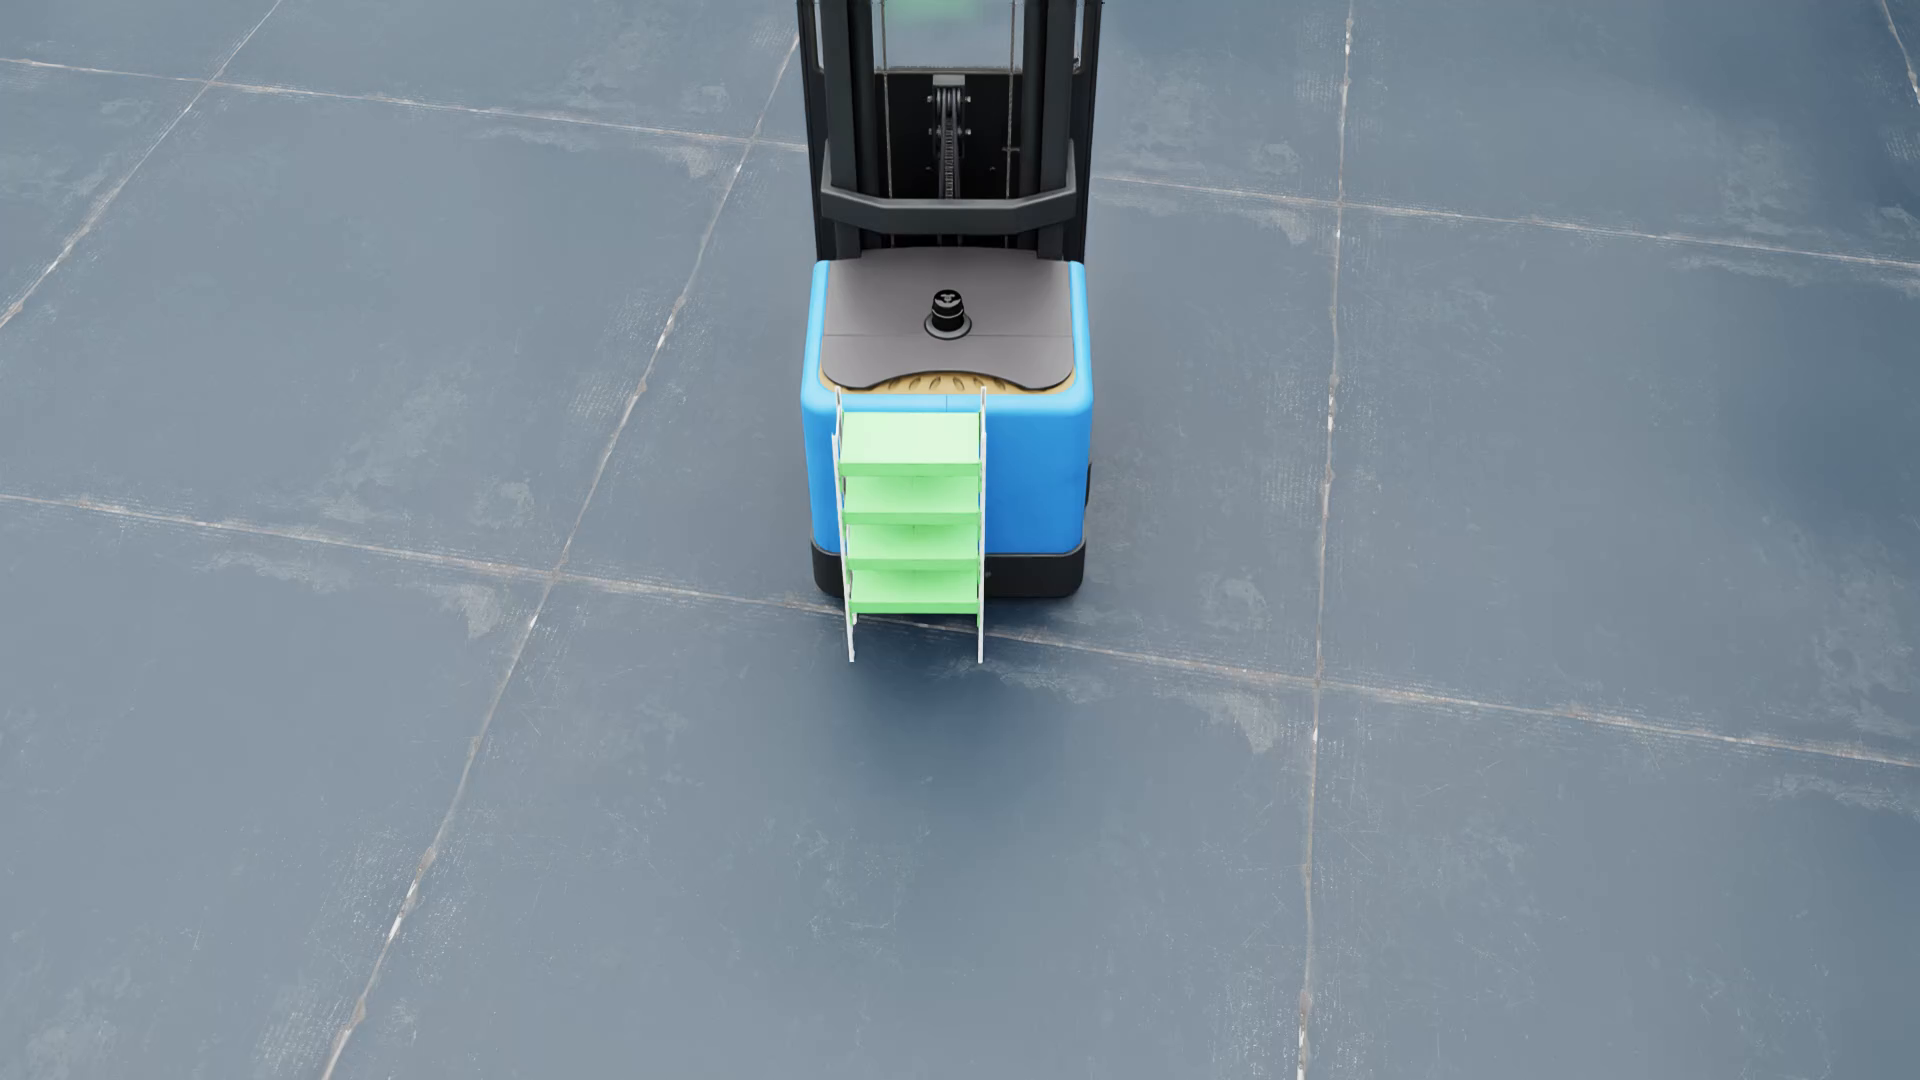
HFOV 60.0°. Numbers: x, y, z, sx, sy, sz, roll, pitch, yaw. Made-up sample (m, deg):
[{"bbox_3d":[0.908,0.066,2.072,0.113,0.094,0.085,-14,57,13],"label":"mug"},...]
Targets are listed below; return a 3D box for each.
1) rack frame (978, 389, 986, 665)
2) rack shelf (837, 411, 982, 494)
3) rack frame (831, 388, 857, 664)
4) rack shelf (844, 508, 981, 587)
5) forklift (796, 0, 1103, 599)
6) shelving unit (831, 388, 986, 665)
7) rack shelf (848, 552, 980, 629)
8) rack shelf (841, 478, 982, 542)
[{"bbox_3d":[0.078,-0.017,5.930,0.015,1.200,0.240,0,48,0],"label":"rack frame"},{"bbox_3d":[-0.166,-0.296,5.622,0.480,0.148,0.258,0,48,0],"label":"rack shelf"},{"bbox_3d":[-0.410,-0.019,5.932,0.015,1.200,0.240,0,48,0],"label":"rack frame"},{"bbox_3d":[-0.166,0.025,5.979,0.480,0.148,0.258,0,48,0],"label":"rack shelf"},{"bbox_3d":[-0.037,-1.833,6.398,1.130,2.935,3.031,0,48,0],"label":"forklift"},{"bbox_3d":[-0.166,-0.018,5.931,0.503,1.200,0.258,0,48,0],"label":"shelving unit"},{"bbox_3d":[-0.166,0.185,6.157,0.480,0.148,0.258,0,48,0],"label":"rack shelf"},{"bbox_3d":[-0.166,-0.135,5.800,0.480,0.148,0.258,0,48,0],"label":"rack shelf"}]
